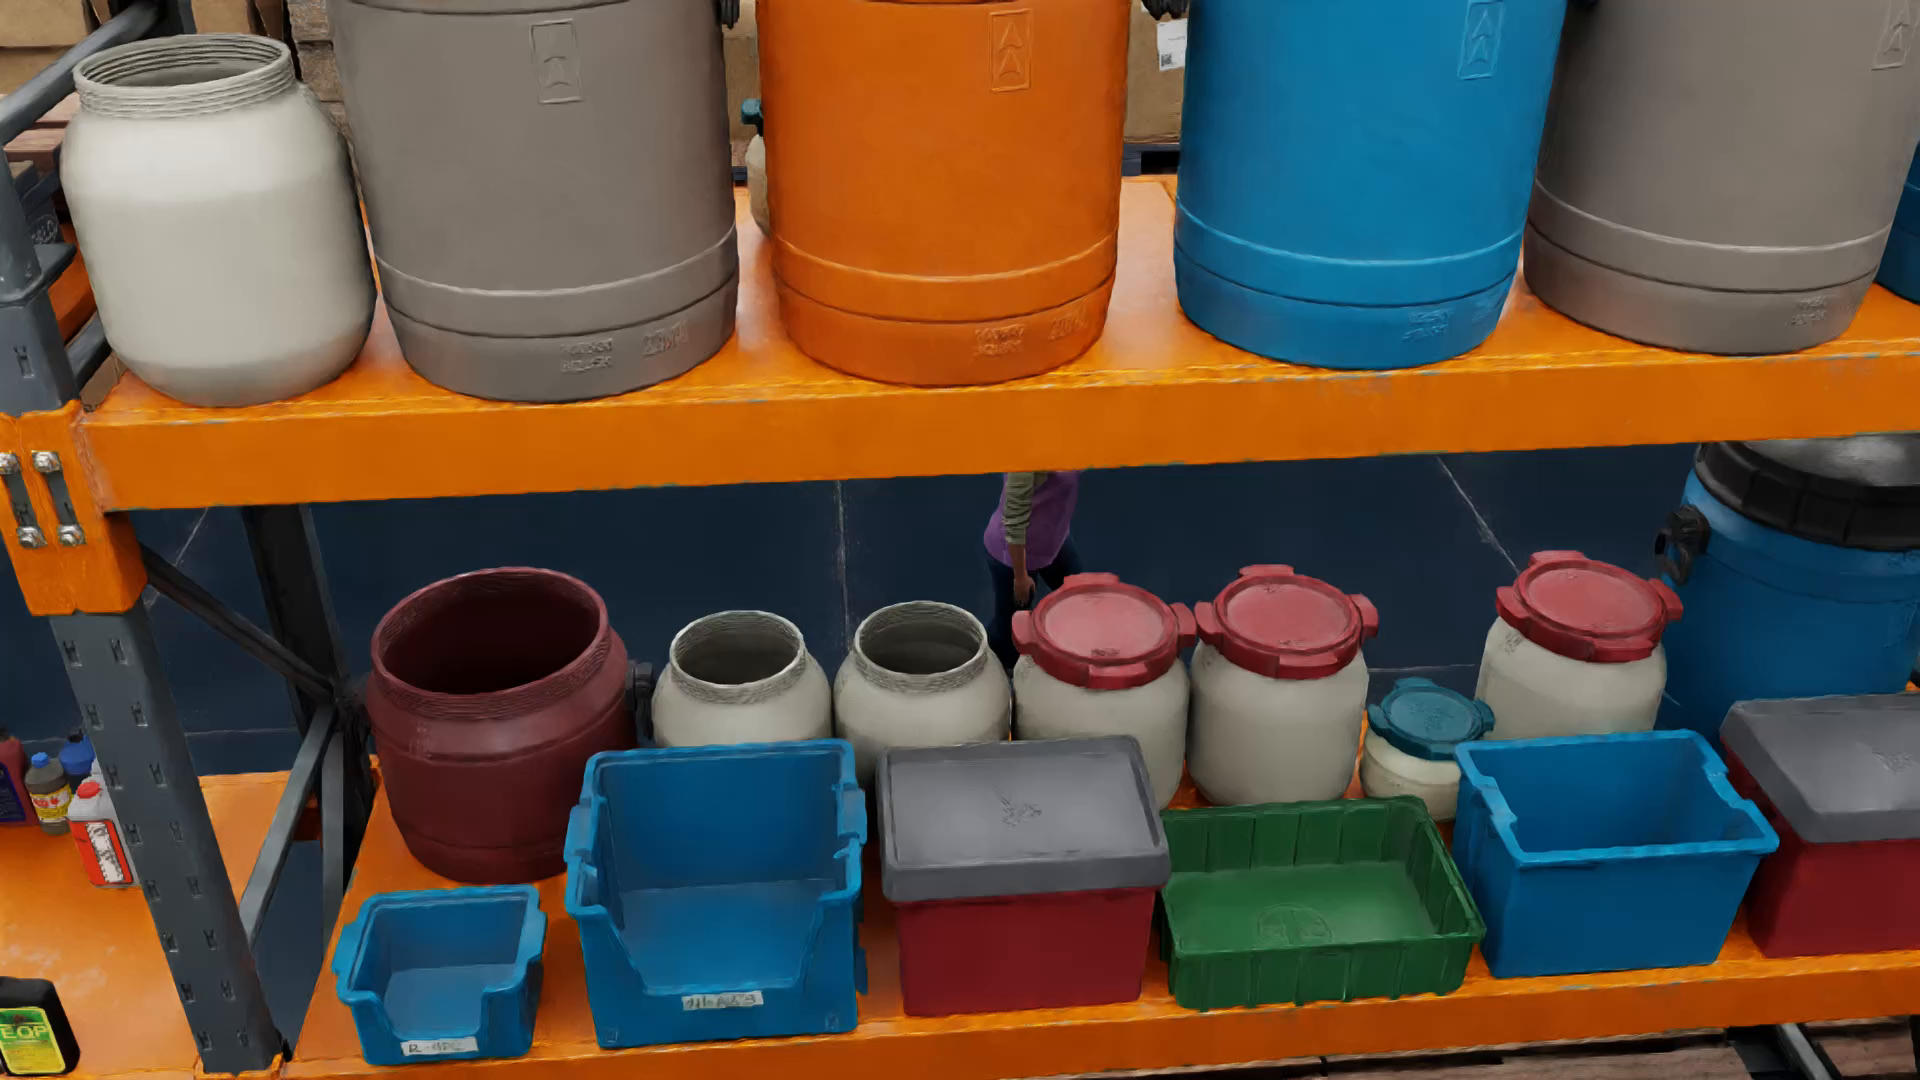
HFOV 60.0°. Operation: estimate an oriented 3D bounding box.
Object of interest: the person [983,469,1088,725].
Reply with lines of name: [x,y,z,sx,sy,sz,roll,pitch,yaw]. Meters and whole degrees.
person: [0.243,0.037,6.068,0.461,1.571,0.445,13,34,21]
